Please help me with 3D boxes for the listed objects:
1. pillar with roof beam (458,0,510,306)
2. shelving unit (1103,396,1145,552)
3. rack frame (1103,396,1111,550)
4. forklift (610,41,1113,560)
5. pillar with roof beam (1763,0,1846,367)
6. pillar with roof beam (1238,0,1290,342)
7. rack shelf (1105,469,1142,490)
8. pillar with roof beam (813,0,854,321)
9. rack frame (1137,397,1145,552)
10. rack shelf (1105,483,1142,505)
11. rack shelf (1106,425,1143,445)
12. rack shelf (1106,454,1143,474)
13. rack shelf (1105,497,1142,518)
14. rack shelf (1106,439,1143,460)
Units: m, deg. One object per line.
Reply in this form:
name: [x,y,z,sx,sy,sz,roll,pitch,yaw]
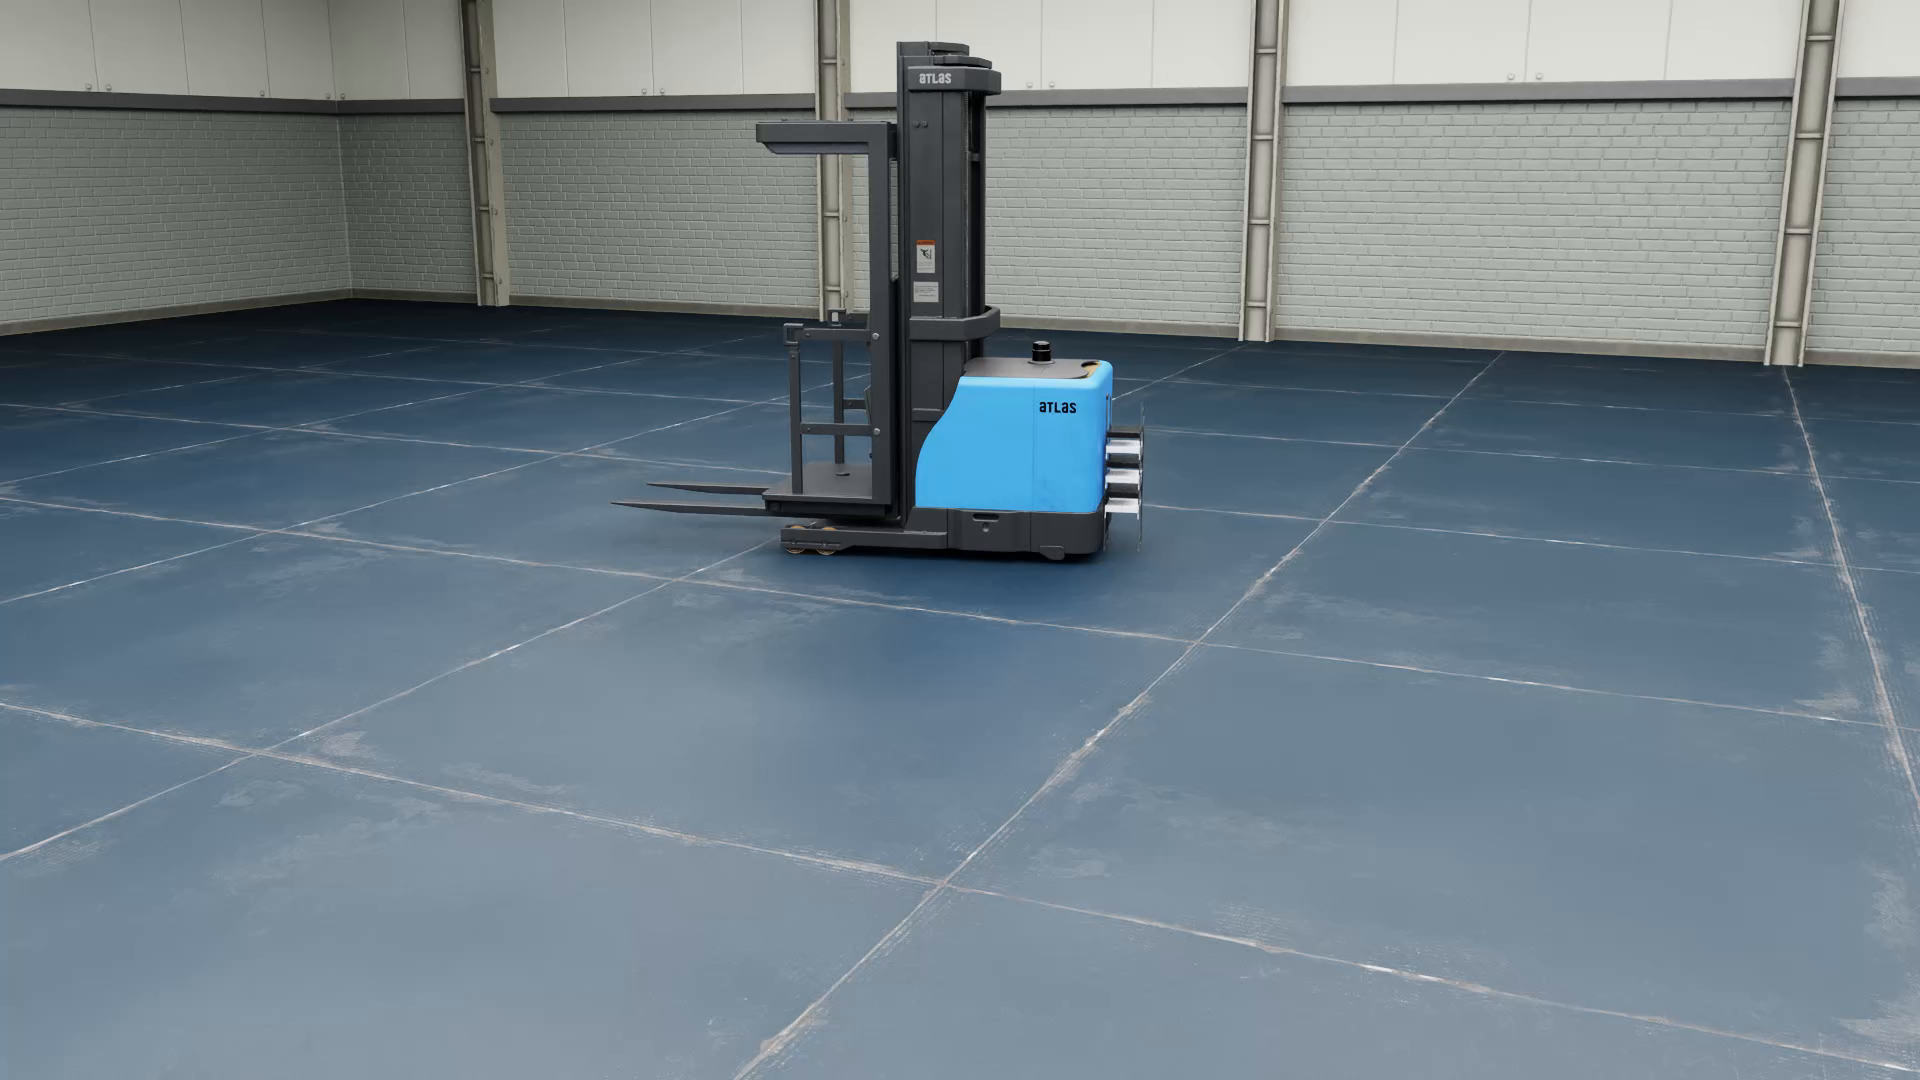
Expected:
pillar with roof beam: [-8.962,-7.122,20.908,0.400,9.000,9.100,6,14,23]
shelving unit: [0.986,-0.399,9.987,0.210,0.900,0.258,2,13,10]
rack frame: [0.886,-0.404,10.005,0.006,0.900,0.240,2,13,10]
forklift: [-0.612,-1.453,10.031,3.031,2.935,1.130,2,13,10]
pillar with roof beam: [7.496,-5.457,13.811,0.400,9.000,9.100,6,14,23]
pillar with roof beam: [2.010,-6.012,16.177,0.400,9.000,9.100,6,14,23]
rack shelf: [0.986,-0.367,9.994,0.200,0.077,0.258,2,13,10]
pillar with roof beam: [-3.476,-6.567,18.542,0.400,9.000,9.100,6,14,23]
rack frame: [1.086,-0.395,9.968,0.006,0.900,0.240,2,13,10]
rack shelf: [0.986,-0.279,10.015,0.200,0.077,0.258,2,13,10]
rack shelf: [0.986,-0.630,9.933,0.200,0.077,0.258,2,13,10]
rack shelf: [0.986,-0.454,9.974,0.200,0.077,0.258,2,13,10]
rack shelf: [0.986,-0.192,10.035,0.200,0.077,0.258,2,13,10]
rack shelf: [0.986,-0.542,9.953,0.200,0.077,0.258,2,13,10]
